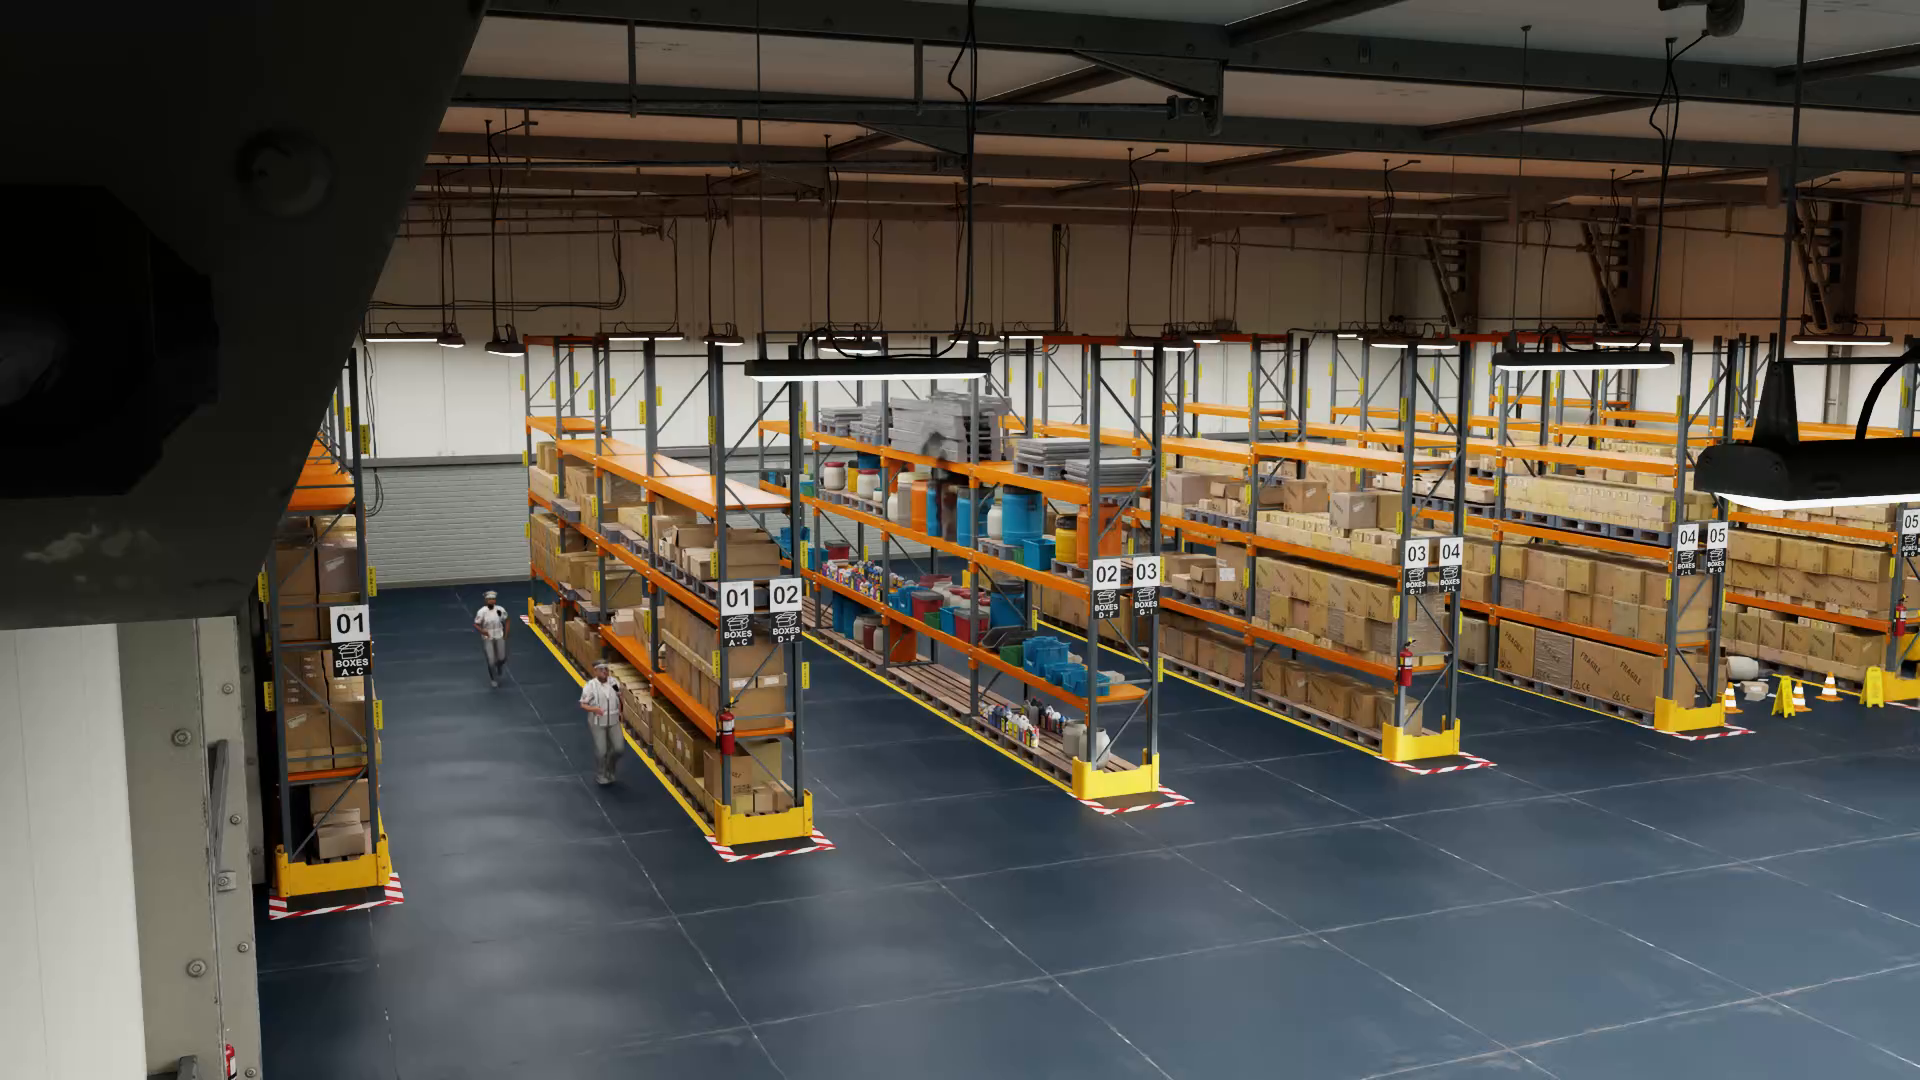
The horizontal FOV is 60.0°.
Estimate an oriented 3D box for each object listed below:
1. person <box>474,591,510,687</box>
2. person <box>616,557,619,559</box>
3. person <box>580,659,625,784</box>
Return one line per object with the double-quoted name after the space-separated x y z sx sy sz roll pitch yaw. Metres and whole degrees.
-8.065 1.703 28.749 0.629 1.662 0.499 -4 8 -26 "person"
-7.178 0.760 35.845 0.751 1.648 0.661 5 9 32 "person"
-4.786 2.476 22.530 0.648 1.756 0.613 -4 9 -30 "person"
